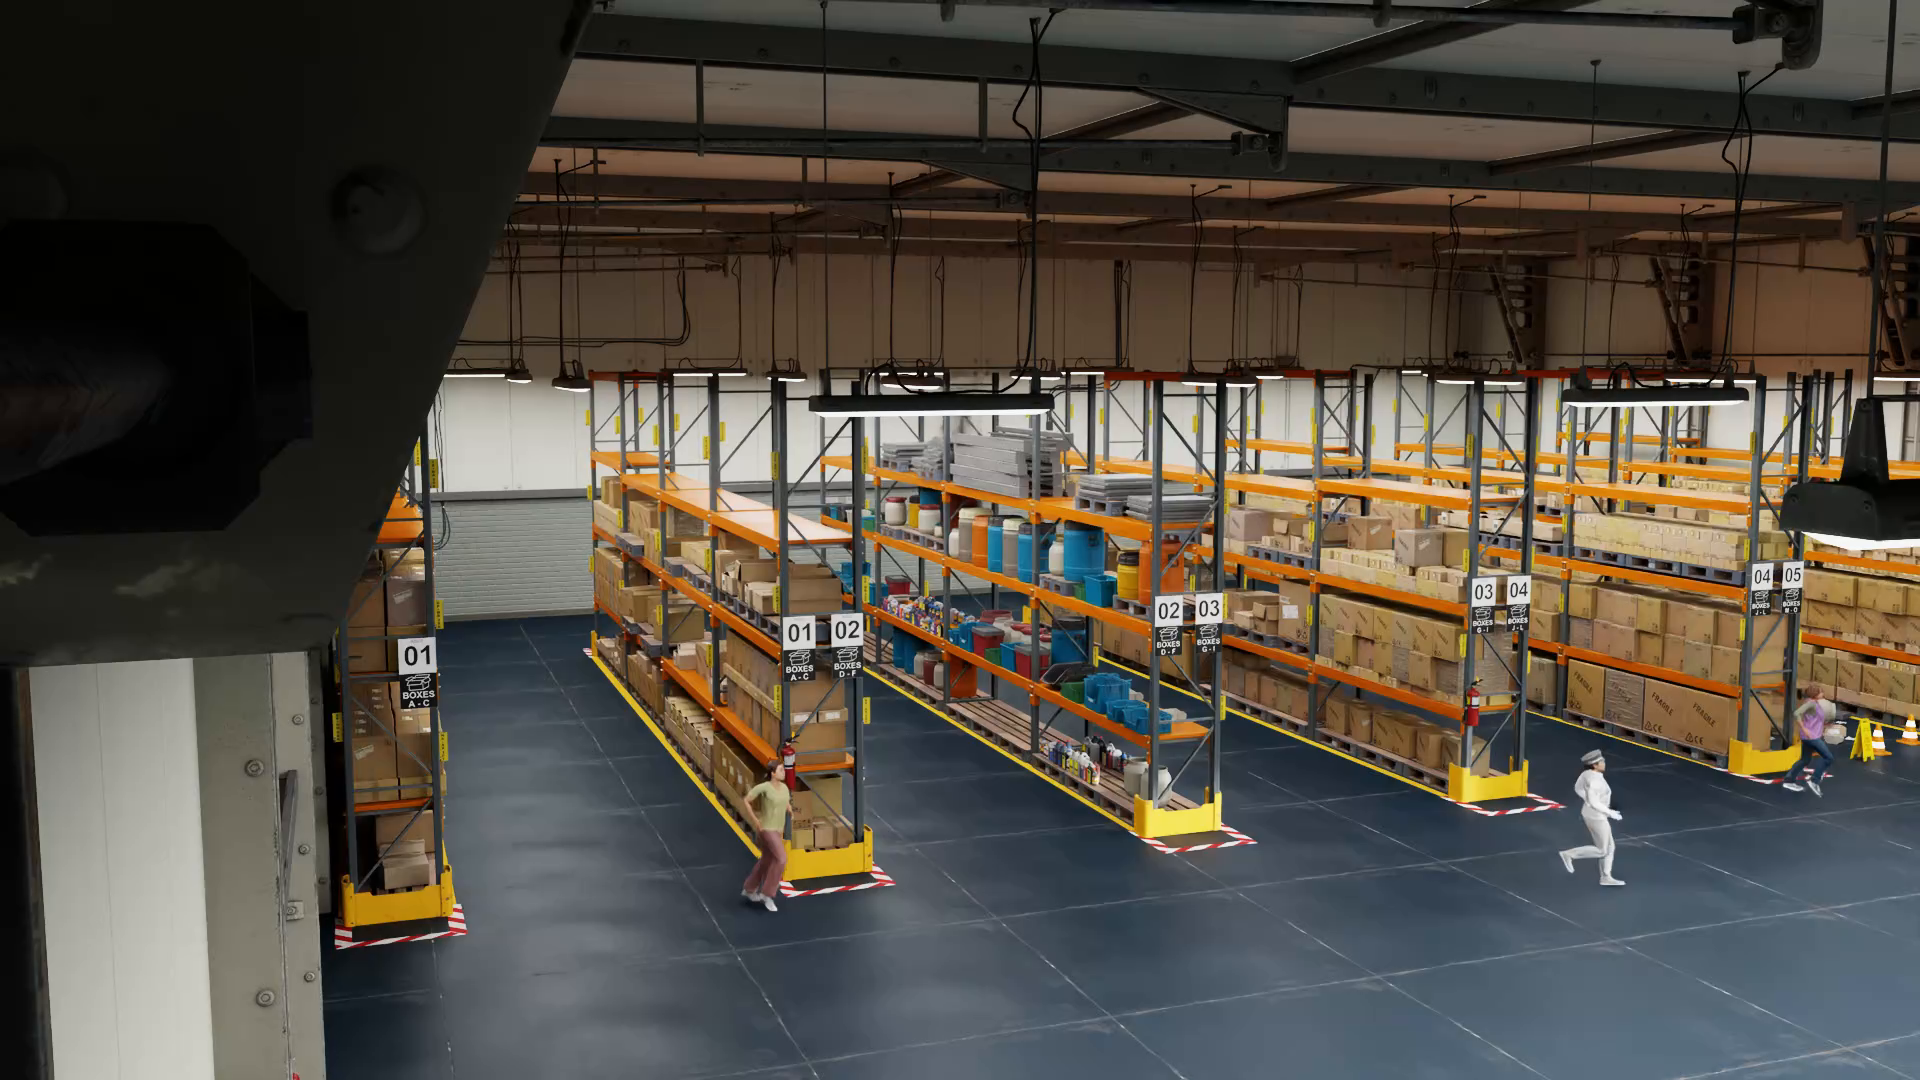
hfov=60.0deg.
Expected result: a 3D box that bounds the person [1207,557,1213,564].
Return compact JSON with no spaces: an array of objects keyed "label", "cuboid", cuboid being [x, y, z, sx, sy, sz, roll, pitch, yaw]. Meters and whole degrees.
[{"label":"person","cuboid":[6.321,0.842,41.520,0.936,1.664,0.696,2,7,13]}]

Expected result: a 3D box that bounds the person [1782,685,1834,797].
[{"label":"person","cuboid":[12.234,2.875,23.962,0.642,1.597,0.539,3,7,22]}]

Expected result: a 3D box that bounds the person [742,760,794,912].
[{"label":"person","cuboid":[-2.190,3.378,19.219,0.641,1.680,0.604,3,7,28]}]

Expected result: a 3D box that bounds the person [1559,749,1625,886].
[{"label":"person","cuboid":[7.559,3.304,19.850,0.773,1.657,0.633,1,6,10]}]
